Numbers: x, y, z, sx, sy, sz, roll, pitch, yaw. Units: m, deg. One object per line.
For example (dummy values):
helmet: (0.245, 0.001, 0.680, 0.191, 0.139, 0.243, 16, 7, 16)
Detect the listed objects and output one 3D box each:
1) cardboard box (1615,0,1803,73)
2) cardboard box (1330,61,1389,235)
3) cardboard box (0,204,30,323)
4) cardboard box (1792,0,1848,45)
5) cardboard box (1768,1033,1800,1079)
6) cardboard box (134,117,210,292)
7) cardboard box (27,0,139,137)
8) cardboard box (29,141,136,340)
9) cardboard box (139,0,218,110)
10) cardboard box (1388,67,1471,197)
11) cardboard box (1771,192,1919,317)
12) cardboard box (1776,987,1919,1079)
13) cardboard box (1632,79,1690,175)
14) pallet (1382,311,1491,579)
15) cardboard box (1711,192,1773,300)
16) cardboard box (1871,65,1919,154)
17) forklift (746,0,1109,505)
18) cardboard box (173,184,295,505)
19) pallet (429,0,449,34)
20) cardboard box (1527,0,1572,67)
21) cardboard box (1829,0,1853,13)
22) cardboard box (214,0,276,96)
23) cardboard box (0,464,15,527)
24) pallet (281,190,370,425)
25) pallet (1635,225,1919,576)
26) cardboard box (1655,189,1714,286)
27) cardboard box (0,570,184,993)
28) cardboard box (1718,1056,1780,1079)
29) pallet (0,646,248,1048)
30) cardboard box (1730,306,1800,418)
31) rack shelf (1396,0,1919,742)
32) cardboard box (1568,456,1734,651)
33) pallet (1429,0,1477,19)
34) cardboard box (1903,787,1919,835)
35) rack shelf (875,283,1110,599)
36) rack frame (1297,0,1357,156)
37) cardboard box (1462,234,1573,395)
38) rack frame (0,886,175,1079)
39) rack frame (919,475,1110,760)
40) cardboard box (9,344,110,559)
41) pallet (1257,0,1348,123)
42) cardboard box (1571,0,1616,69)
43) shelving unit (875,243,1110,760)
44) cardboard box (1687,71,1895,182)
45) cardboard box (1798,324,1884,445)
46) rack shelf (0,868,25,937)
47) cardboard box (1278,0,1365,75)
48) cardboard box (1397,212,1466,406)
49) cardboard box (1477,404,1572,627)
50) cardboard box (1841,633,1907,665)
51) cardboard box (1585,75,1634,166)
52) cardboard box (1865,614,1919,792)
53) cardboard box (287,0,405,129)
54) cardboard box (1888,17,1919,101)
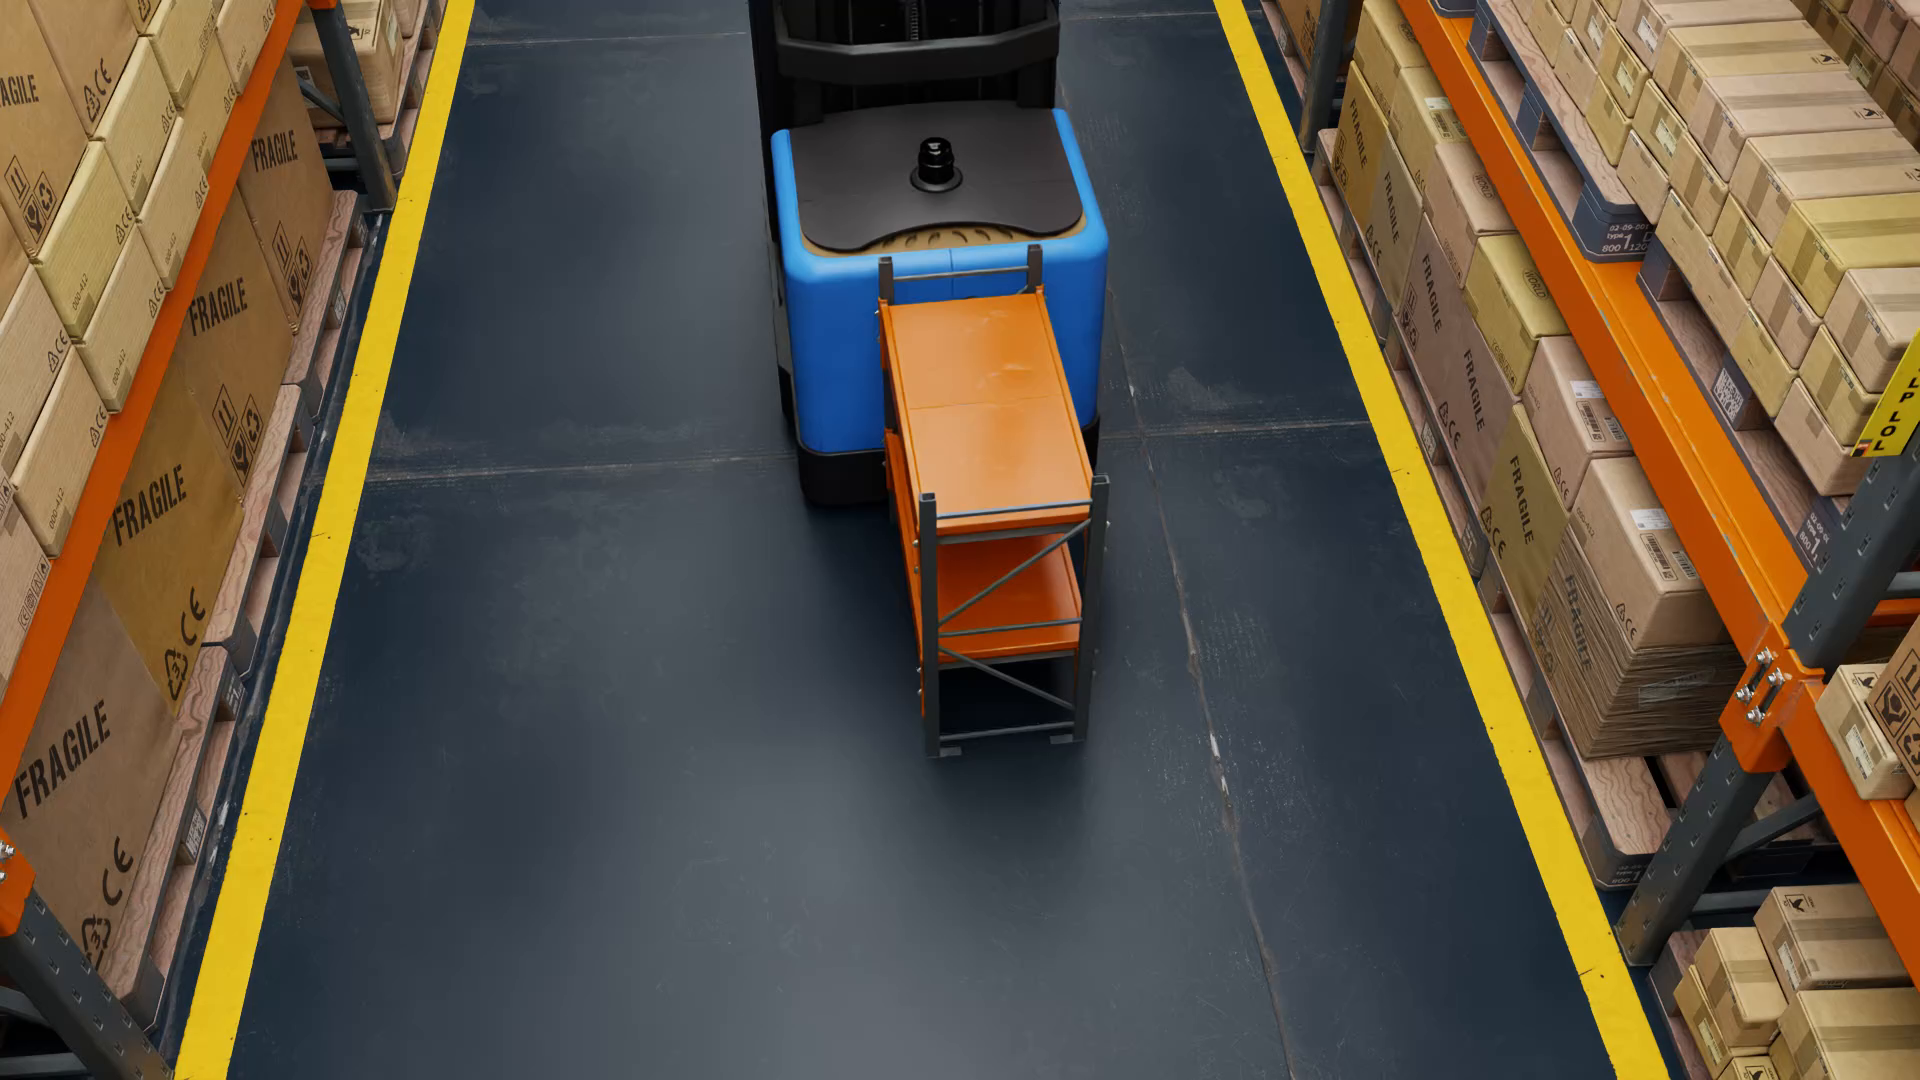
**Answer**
cardboard box: (2.014, -1.400, 4.484, 0.380, 0.149, 0.250, -5, 47, -5)
cardboard box: (1.820, -1.568, 6.601, 0.500, 0.500, 0.500, -5, 47, -5)
cardboard box: (-2.395, -0.622, 3.516, 0.500, 0.500, 0.500, -4, 47, -4)
cardboard box: (2.643, -1.521, 4.803, 0.380, 0.149, 0.250, -4, 47, -4)
cardboard box: (2.172, 1.277, 3.944, 0.380, 0.149, 0.250, -3, 47, -3)
cardboard box: (-2.452, -0.933, 4.671, 0.500, 0.250, 0.500, -4, 47, -4)
cardboard box: (-2.484, -1.359, 4.214, 0.500, 0.500, 0.500, -4, 47, -4)
cardboard box: (-2.417, -0.740, 4.144, 0.500, 0.250, 0.500, -3, 47, -3)
cardboard box: (-2.505, -1.481, 4.846, 0.500, 0.250, 0.500, -5, 47, -4)
cardboard box: (1.874, -1.472, 5.994, 0.500, 0.250, 0.500, -4, 47, -4)
cardboard box: (2.099, -0.651, 3.775, 0.380, 0.149, 0.250, -5, 47, -4)
cardboard box: (2.137, 1.180, 3.831, 0.380, 0.149, 0.250, -1, 47, -1)
cardboard box: (2.031, -1.108, 4.413, 0.380, 0.149, 0.250, -6, 47, -5)
pallet: (2.178, -0.405, 5.988, 1.003, 0.211, 1.213, -3, 47, -3)
cardboard box: (2.079, -0.722, 4.047, 0.380, 0.149, 0.250, -2, 47, -2)
cardboard box: (2.683, -1.146, 4.449, 0.380, 0.149, 0.250, -2, 47, -2)
forklift: (-0.230, -2.209, 5.824, 1.130, 2.935, 3.031, -6, 47, -5)
cardboard box: (-2.863, -0.699, 5.521, 0.875, 0.875, 0.875, -3, 47, -3)
pallet: (-3.072, -2.923, 8.373, 1.003, 0.211, 1.213, -3, 47, -3)
cardboard box: (1.965, -1.573, 5.057, 0.380, 0.149, 0.250, -3, 47, -3)
cardboard box: (2.640, -1.622, 4.694, 0.380, 0.149, 0.250, -2, 47, -2)
cardboard box: (-2.549, -1.666, 5.365, 0.500, 0.250, 0.500, -3, 47, -3)
cardboard box: (-2.330, 0.002, 3.441, 0.500, 0.250, 0.500, -5, 47, -4)
pallet: (-2.918, -0.902, 6.459, 1.003, 0.211, 1.213, -3, 47, -3)
pallet: (2.431, -0.412, 4.206, 1.003, 0.211, 1.213, -3, 47, -3)
cardboard box: (2.058, -0.799, 4.325, 0.380, 0.149, 0.250, -6, 47, -5)
cardboard box: (-2.706, 0.601, 4.289, 0.875, 0.875, 0.875, -2, 47, -2)
cardboard box: (2.083, 1.395, 4.037, 0.380, 0.149, 0.250, -2, 47, -2)
pallet: (-2.714, 0.863, 4.787, 1.003, 0.211, 1.213, -3, 47, -3)
cardboard box: (2.097, -0.437, 3.982, 0.380, 0.149, 0.250, -3, 47, -3)
rack shelf: (2.183, -1.116, 5.236, 1.077, 0.370, 4.000, -3, 47, -3)
cardboard box: (2.036, 0.018, 4.583, 0.500, 0.250, 0.500, -5, 47, -4)
pallet: (2.181, -2.235, 5.933, 1.213, 0.211, 1.003, -3, 47, -3)
cardboard box: (2.143, 0.578, 3.310, 0.380, 0.149, 0.250, -2, 47, -2)
rack shelf: (0.072, -0.315, 4.870, 0.538, 0.278, 1.000, -6, 47, -5)
rack frame: (2.015, -2.810, 6.345, 1.000, 3.000, 0.127, -3, 47, -3)
cardboard box: (1.948, -0.736, 5.297, 0.500, 0.250, 0.500, -5, 47, -5)
rack frame: (-2.574, 0.458, 3.250, 1.000, 3.000, 0.127, -3, 47, -3)
rack frame: (0.142, 0.252, 4.736, 0.500, 1.125, 0.032, -6, 47, -5)
cardboard box: (-2.393, -0.199, 3.976, 0.500, 0.250, 0.500, -5, 47, -4)
pallet: (2.024, -2.426, 7.902, 1.003, 0.211, 1.213, -3, 47, -3)
cardboard box: (1.991, -1.482, 4.766, 0.380, 0.149, 0.250, -2, 47, -2)
shelving unit: (0.072, -0.113, 5.083, 0.538, 1.125, 1.048, -6, 47, -5)
cardboard box: (2.057, -1.028, 4.132, 0.380, 0.149, 0.250, -4, 47, -3)
cardboard box: (2.120, -0.352, 3.696, 0.380, 0.149, 0.250, -2, 47, -2)
rack shelf: (-2.407, 2.152, 2.141, 1.077, 0.370, 4.000, -3, 47, -3)
cardboard box: (2.054, -2.627, 7.432, 1.050, 0.750, 0.750, -4, 47, -4)
cardboard box: (1.914, -0.833, 5.905, 0.500, 0.500, 0.500, -5, 47, -4)
cardboard box: (1.995, -0.092, 5.204, 0.500, 0.500, 0.500, -4, 47, -4)
cardboard box: (2.553, 0.248, 4.881, 0.500, 0.500, 0.500, -2, 47, -2)
cardboard box: (2.007, -1.192, 4.696, 0.380, 0.149, 0.250, -2, 47, -2)
cardboard box: (2.141, 0.321, 3.106, 0.500, 0.500, 0.500, -4, 47, -4)
cardboard box: (-2.946, -2.086, 7.180, 0.950, 0.372, 0.625, -6, 47, -6)
cardboard box: (2.687, -1.244, 4.337, 0.380, 0.149, 0.250, -4, 47, -4)
